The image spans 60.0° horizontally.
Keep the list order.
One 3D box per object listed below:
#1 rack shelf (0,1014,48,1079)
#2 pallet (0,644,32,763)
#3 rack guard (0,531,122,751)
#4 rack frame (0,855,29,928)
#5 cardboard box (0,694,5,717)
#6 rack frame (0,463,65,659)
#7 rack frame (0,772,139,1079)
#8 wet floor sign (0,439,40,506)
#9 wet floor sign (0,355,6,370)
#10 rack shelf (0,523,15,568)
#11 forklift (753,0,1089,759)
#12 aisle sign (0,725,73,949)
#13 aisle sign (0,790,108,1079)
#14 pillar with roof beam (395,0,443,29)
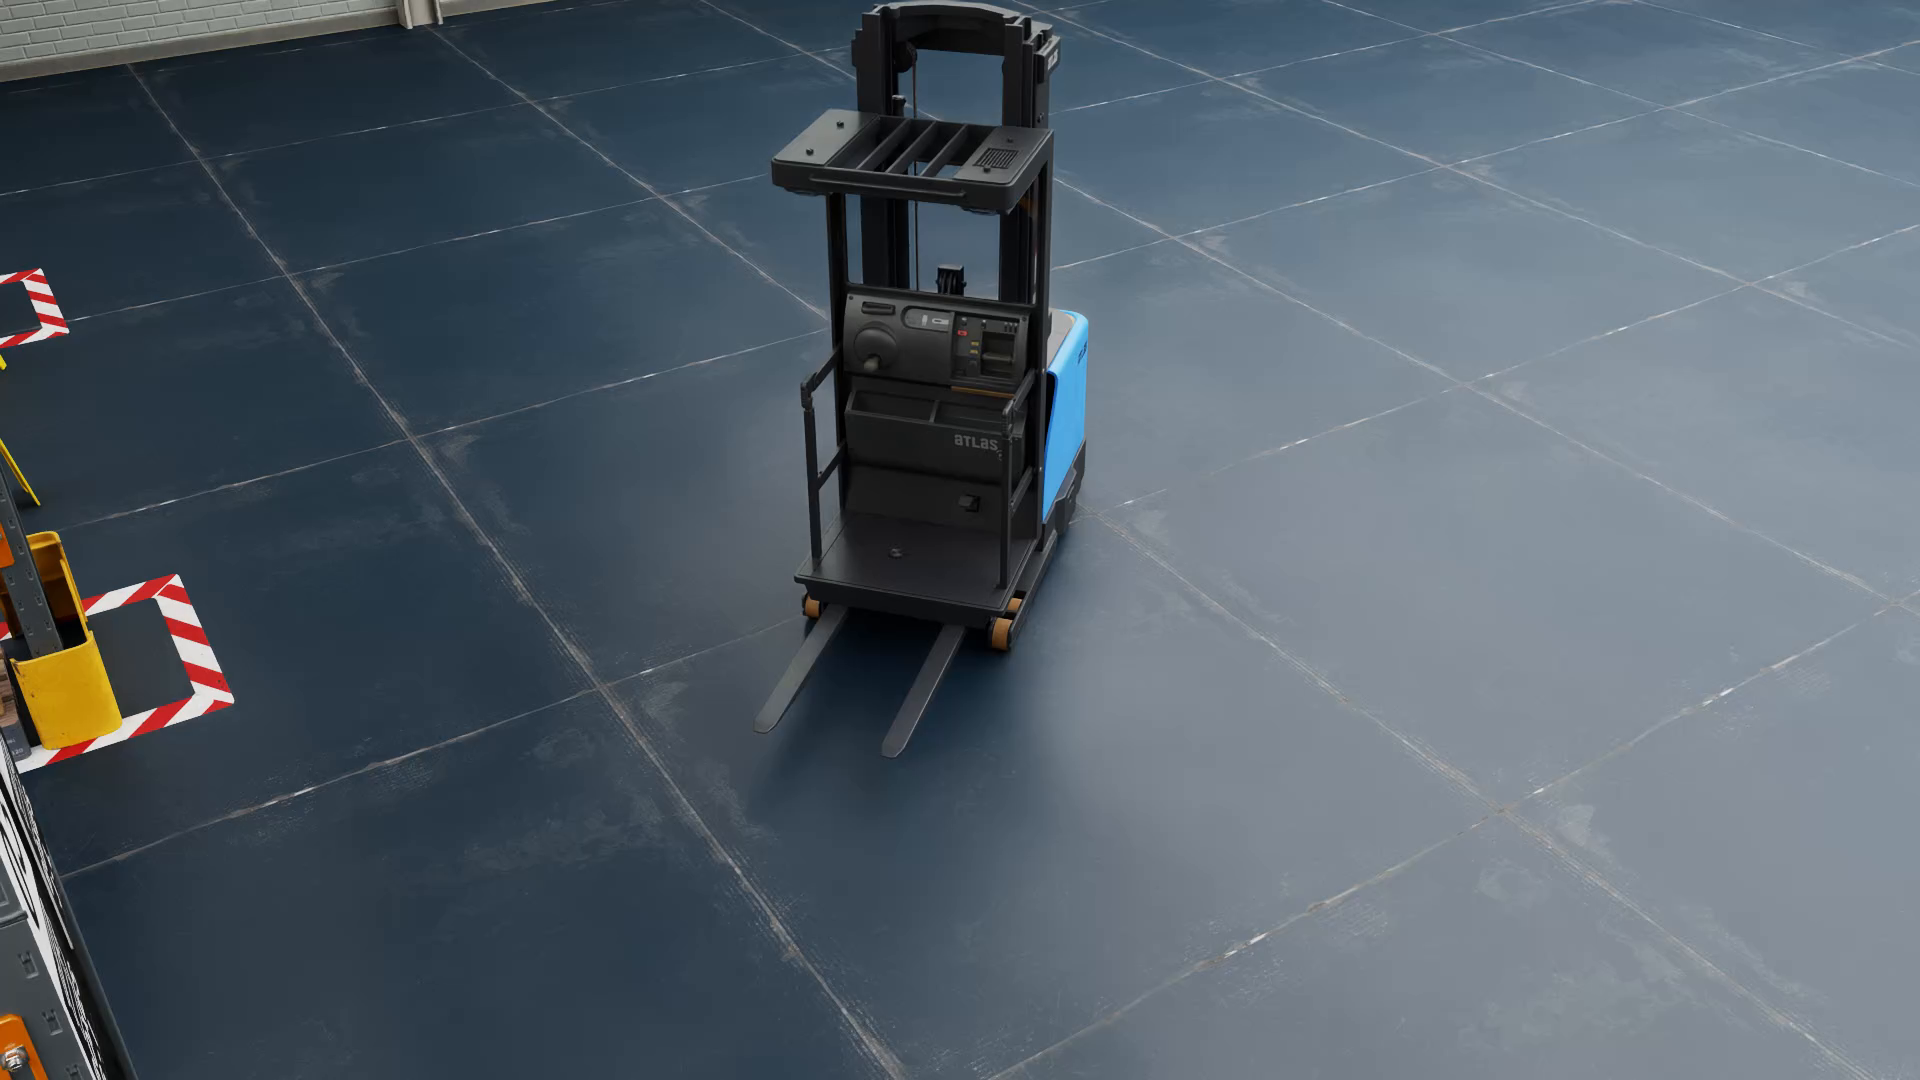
[{"bbox_3d":[-3.498,1.283,2.268,4.000,0.370,1.077,-19,37,-27],"label":"rack shelf"},{"bbox_3d":[-5.049,0.861,7.687,1.213,0.211,1.003,-19,37,-27],"label":"pallet"},{"bbox_3d":[-4.399,0.466,8.043,0.348,0.500,1.175,-19,37,-27],"label":"rack guard"},{"bbox_3d":[-1.817,-0.868,2.192,0.127,3.000,1.000,-19,37,-27],"label":"rack frame"},{"bbox_3d":[-4.954,0.362,7.462,0.875,0.875,0.875,-19,37,-27],"label":"cardboard box"},{"bbox_3d":[-4.419,-0.584,7.365,0.127,3.000,1.000,-19,37,-27],"label":"rack frame"},{"bbox_3d":[-1.817,1.669,3.793,0.127,3.000,1.000,-19,37,-27],"label":"rack frame"},{"bbox_3d":[-5.468,-0.485,9.414,0.232,0.644,0.267,-26,41,-35],"label":"wet floor sign"},{"bbox_3d":[-6.447,-1.354,10.792,0.232,0.644,0.267,-7,33,-11],"label":"wet floor sign"},{"bbox_3d":[-6.100,0.298,6.640,4.000,0.370,1.077,-19,37,-27],"label":"rack shelf"},{"bbox_3d":[-0.179,-0.917,7.957,1.130,2.935,3.031,9,33,14],"label":"forklift"},{"bbox_3d":[-1.927,0.417,3.341,0.004,0.787,0.394,-19,37,-27],"label":"aisle sign"},{"bbox_3d":[-1.602,0.686,2.914,0.004,0.787,0.394,-19,37,-27],"label":"aisle sign"},{"bbox_3d":[-3.577,-7.544,12.775,0.400,9.000,9.100,-19,37,-27],"label":"pillar with roof beam"}]
